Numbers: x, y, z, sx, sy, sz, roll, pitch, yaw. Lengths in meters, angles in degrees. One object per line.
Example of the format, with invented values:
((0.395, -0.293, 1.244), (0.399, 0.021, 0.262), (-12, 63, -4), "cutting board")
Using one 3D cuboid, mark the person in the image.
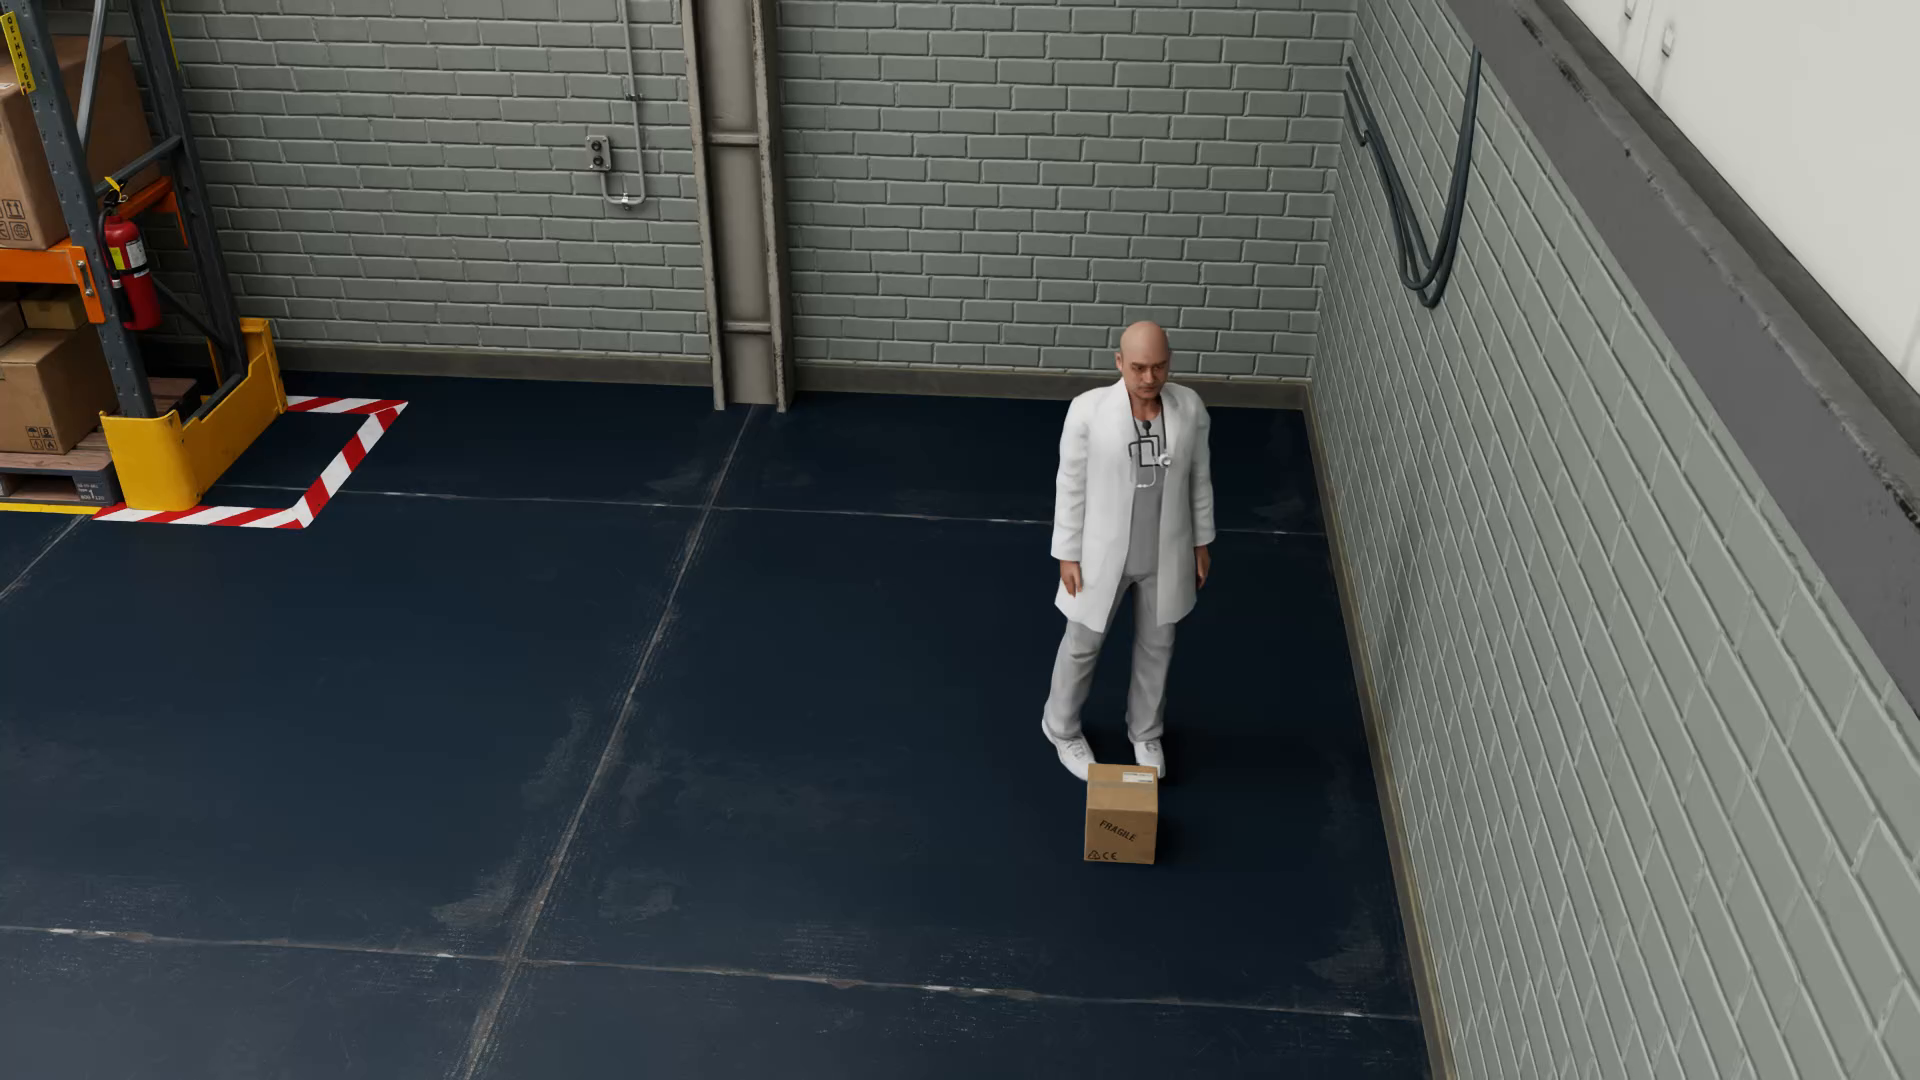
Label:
((0.643, 0.087, 6.016), (0.624, 1.818, 0.436), (-4, 32, -7), "person")
